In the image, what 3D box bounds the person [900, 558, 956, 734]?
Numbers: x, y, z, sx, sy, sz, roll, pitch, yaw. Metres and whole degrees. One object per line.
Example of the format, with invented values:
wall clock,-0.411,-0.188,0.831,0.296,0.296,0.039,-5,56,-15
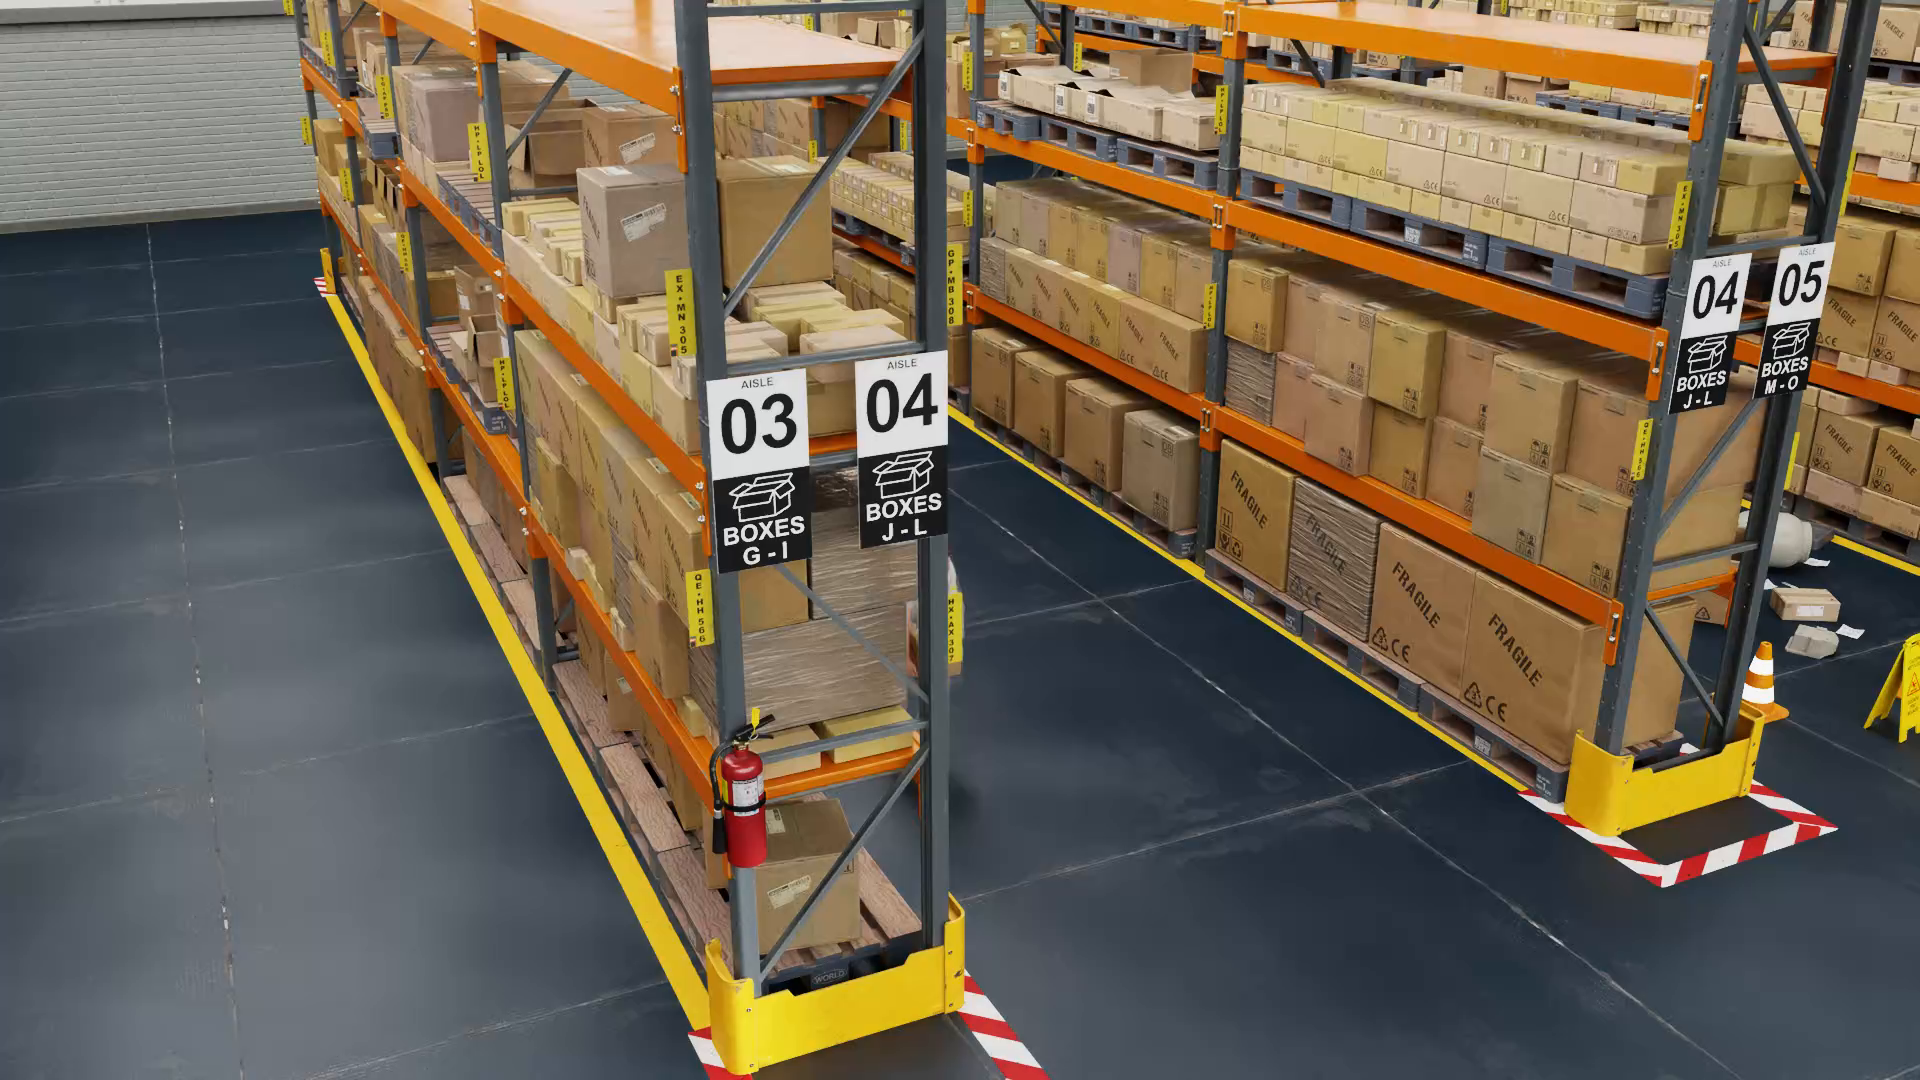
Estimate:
person,-0.231,0.606,9.667,0.403,1.572,0.545,-11,25,-25
